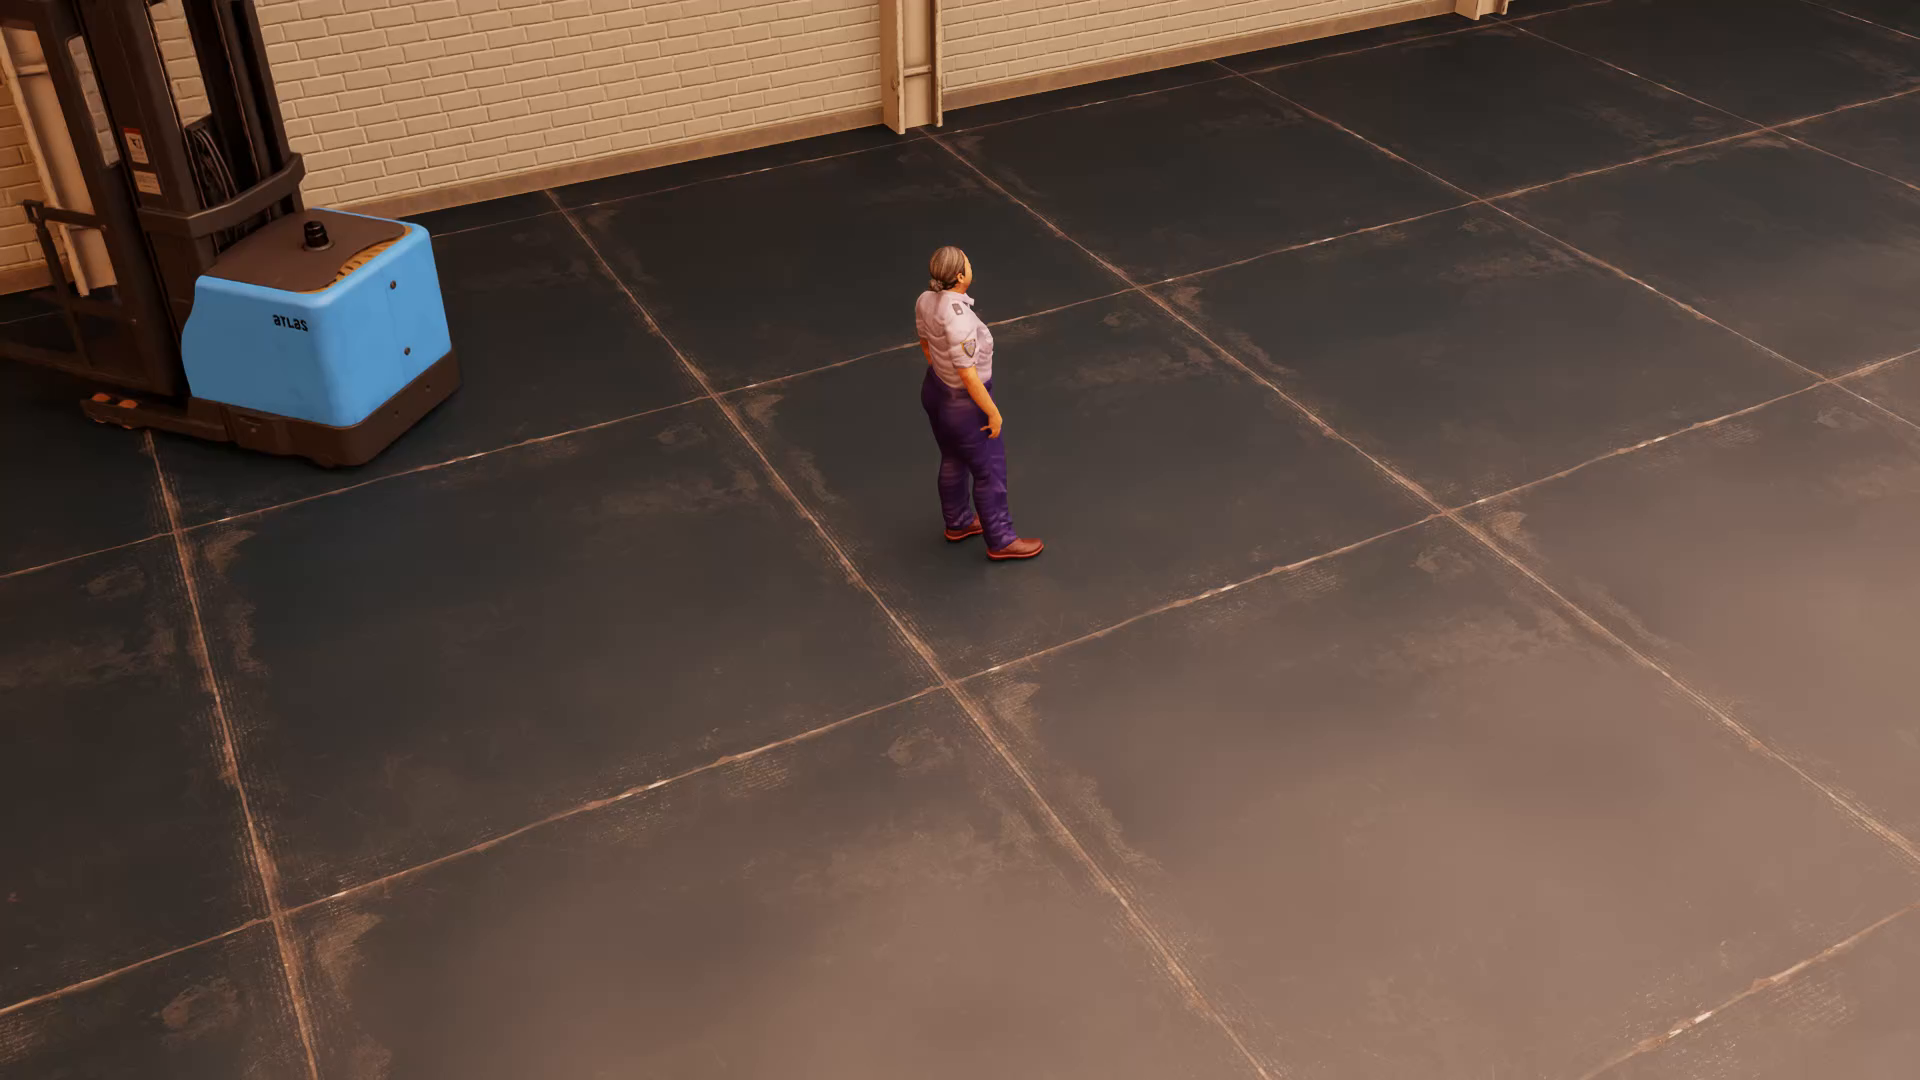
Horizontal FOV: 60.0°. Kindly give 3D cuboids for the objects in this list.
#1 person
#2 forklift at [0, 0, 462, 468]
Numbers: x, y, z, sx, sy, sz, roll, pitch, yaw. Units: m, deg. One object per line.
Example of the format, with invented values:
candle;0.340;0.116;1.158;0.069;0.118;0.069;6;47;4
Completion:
person;0.090;-0.692;8.200;0.503;1.651;0.598;-17;39;-23
forklift;-4.526;-2.109;9.106;3.031;2.935;1.130;12;37;16
